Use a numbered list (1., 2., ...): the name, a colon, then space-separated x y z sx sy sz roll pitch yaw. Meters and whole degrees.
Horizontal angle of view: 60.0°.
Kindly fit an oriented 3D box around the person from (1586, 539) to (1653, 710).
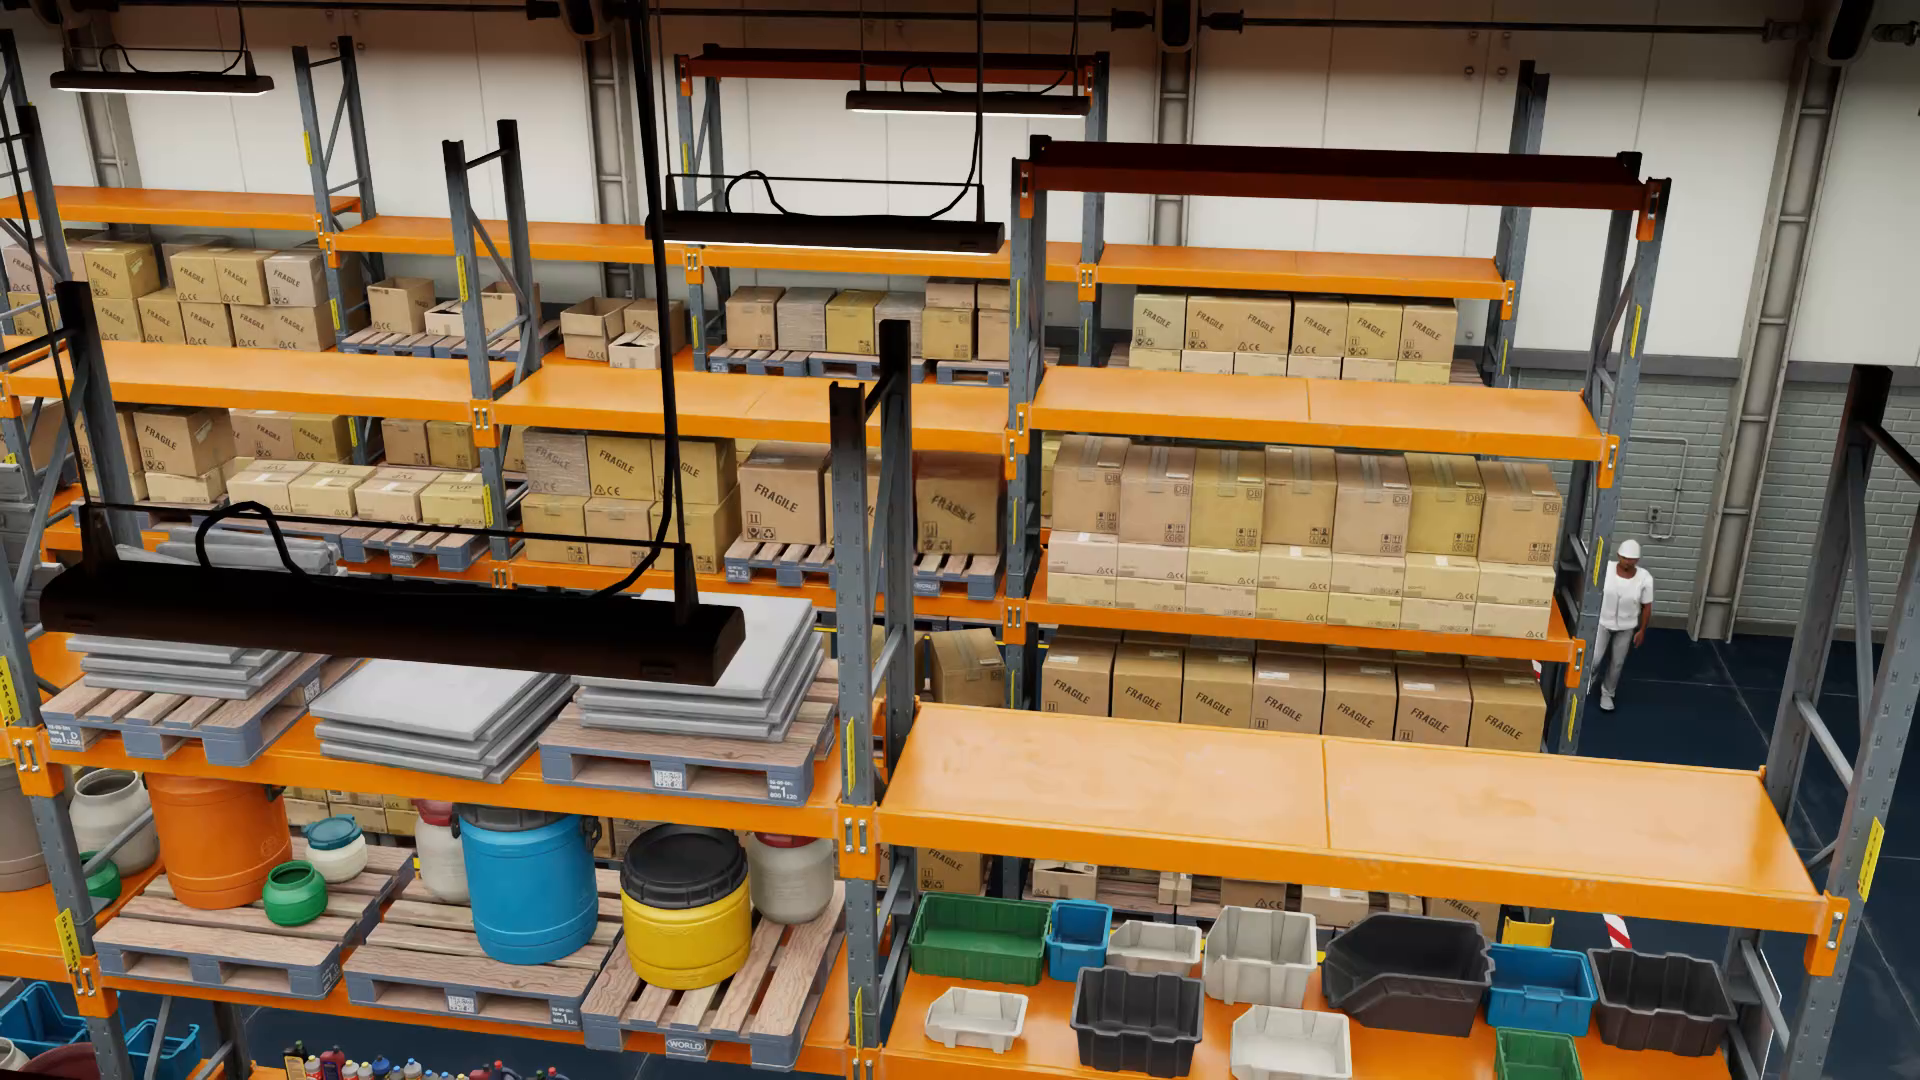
1. person: 6.356 0.807 16.153 0.609 1.763 0.477 4 23 9
